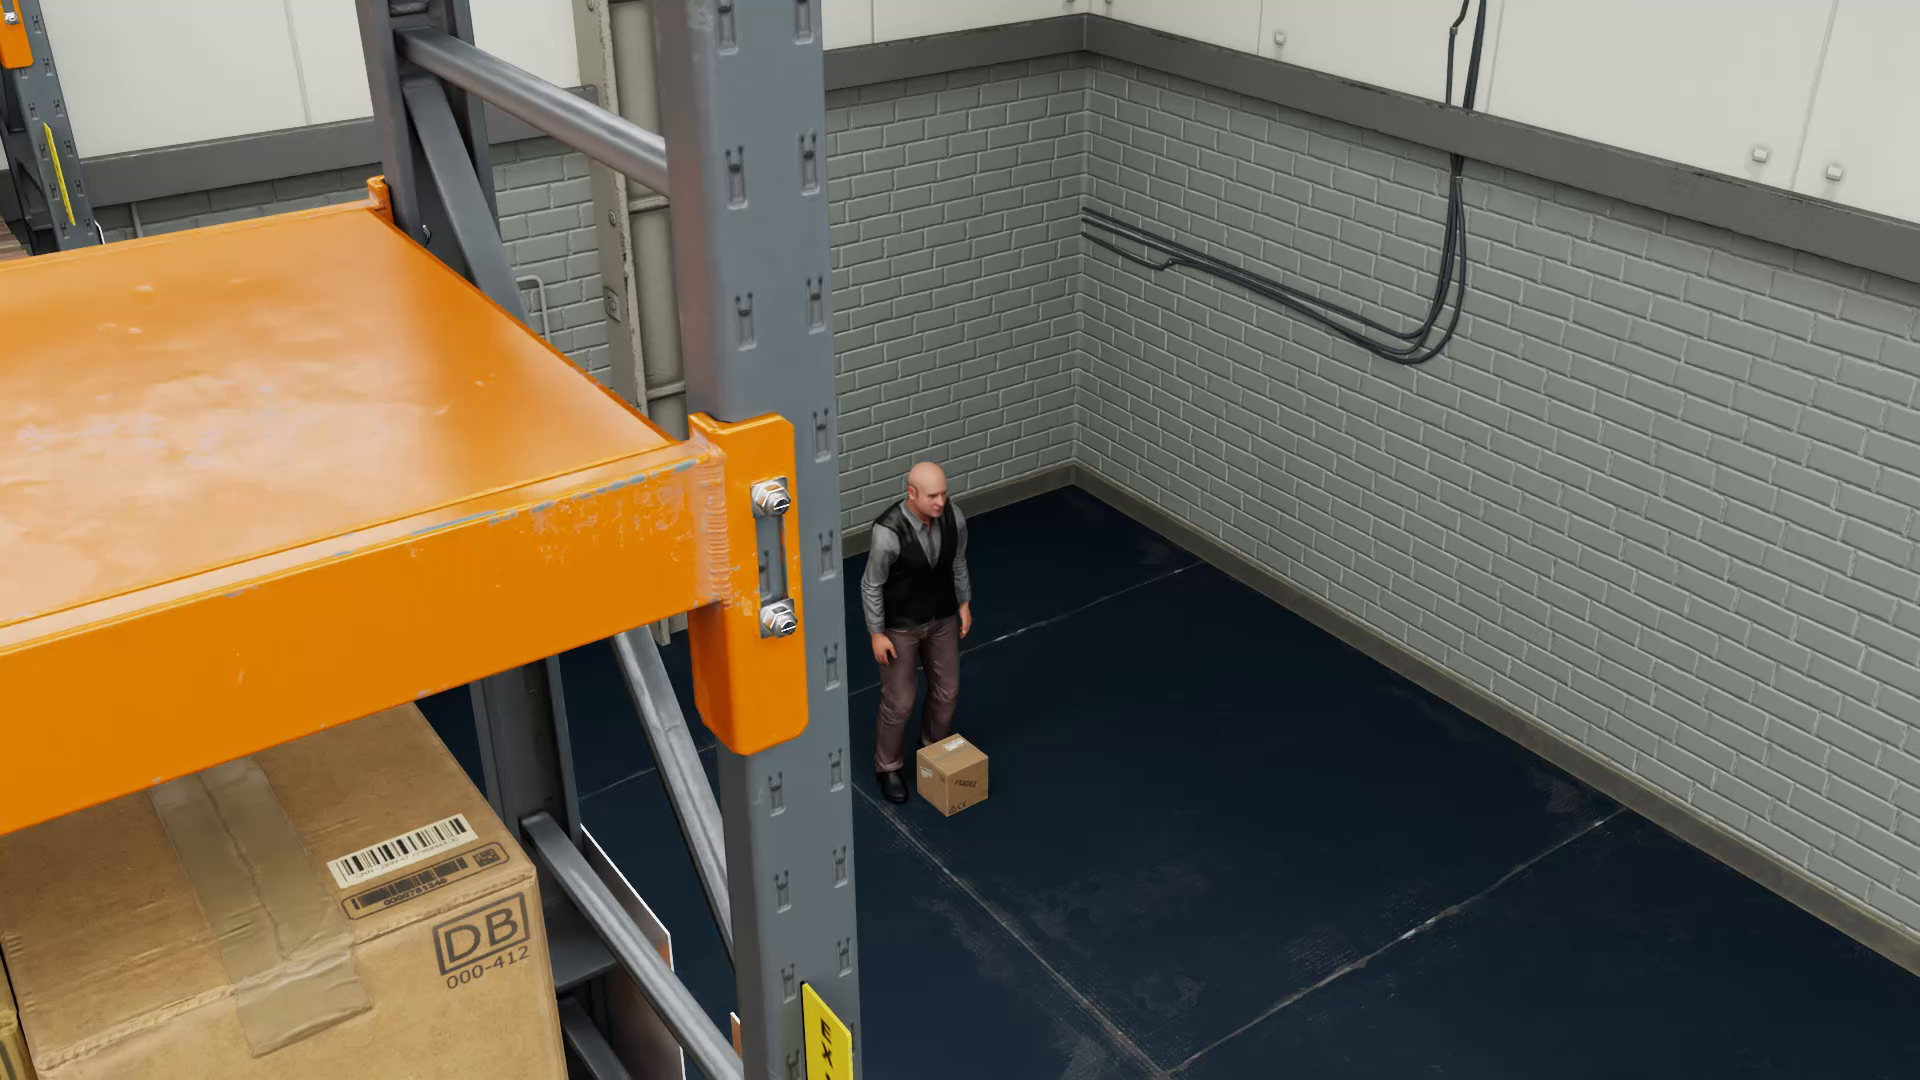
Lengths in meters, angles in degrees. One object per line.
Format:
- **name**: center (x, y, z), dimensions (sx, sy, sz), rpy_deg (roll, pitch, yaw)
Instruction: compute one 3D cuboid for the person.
- **person**: center (-0.194, 0.397, 7.913), dimensions (0.580, 1.721, 0.460), rpy_deg (-19, 34, -31)
